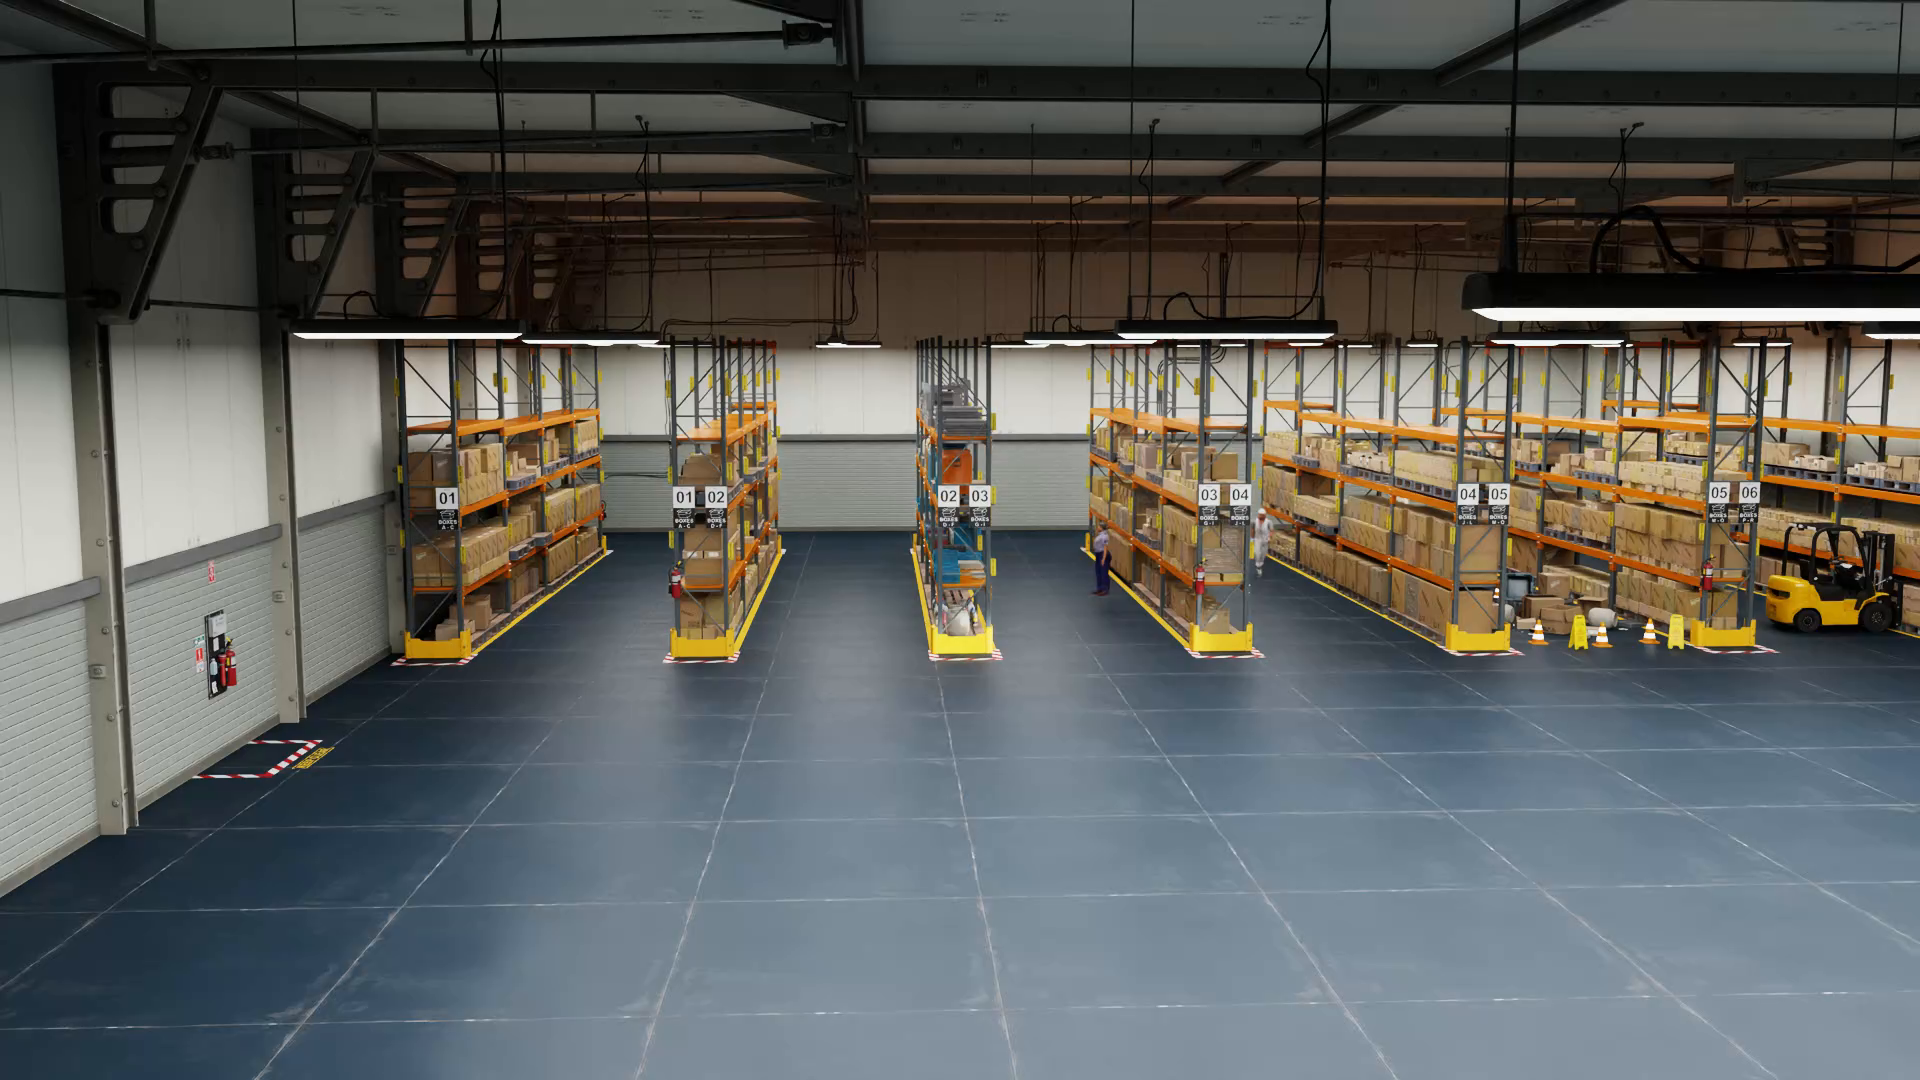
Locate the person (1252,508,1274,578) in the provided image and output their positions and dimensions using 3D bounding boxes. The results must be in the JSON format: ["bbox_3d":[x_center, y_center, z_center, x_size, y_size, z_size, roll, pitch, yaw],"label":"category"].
[{"bbox_3d":[7.711,0.088,42.334,0.492,1.807,0.877,0,6,-2],"label":"person"}]

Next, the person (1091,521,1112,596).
[{"bbox_3d":[3.159,0.411,36.985,0.392,1.637,0.518,-2,7,-14],"label":"person"}]

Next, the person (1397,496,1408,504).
[{"bbox_3d":[13.281,-0.802,49.861,0.770,1.734,0.677,-2,7,-15],"label":"person"}]
